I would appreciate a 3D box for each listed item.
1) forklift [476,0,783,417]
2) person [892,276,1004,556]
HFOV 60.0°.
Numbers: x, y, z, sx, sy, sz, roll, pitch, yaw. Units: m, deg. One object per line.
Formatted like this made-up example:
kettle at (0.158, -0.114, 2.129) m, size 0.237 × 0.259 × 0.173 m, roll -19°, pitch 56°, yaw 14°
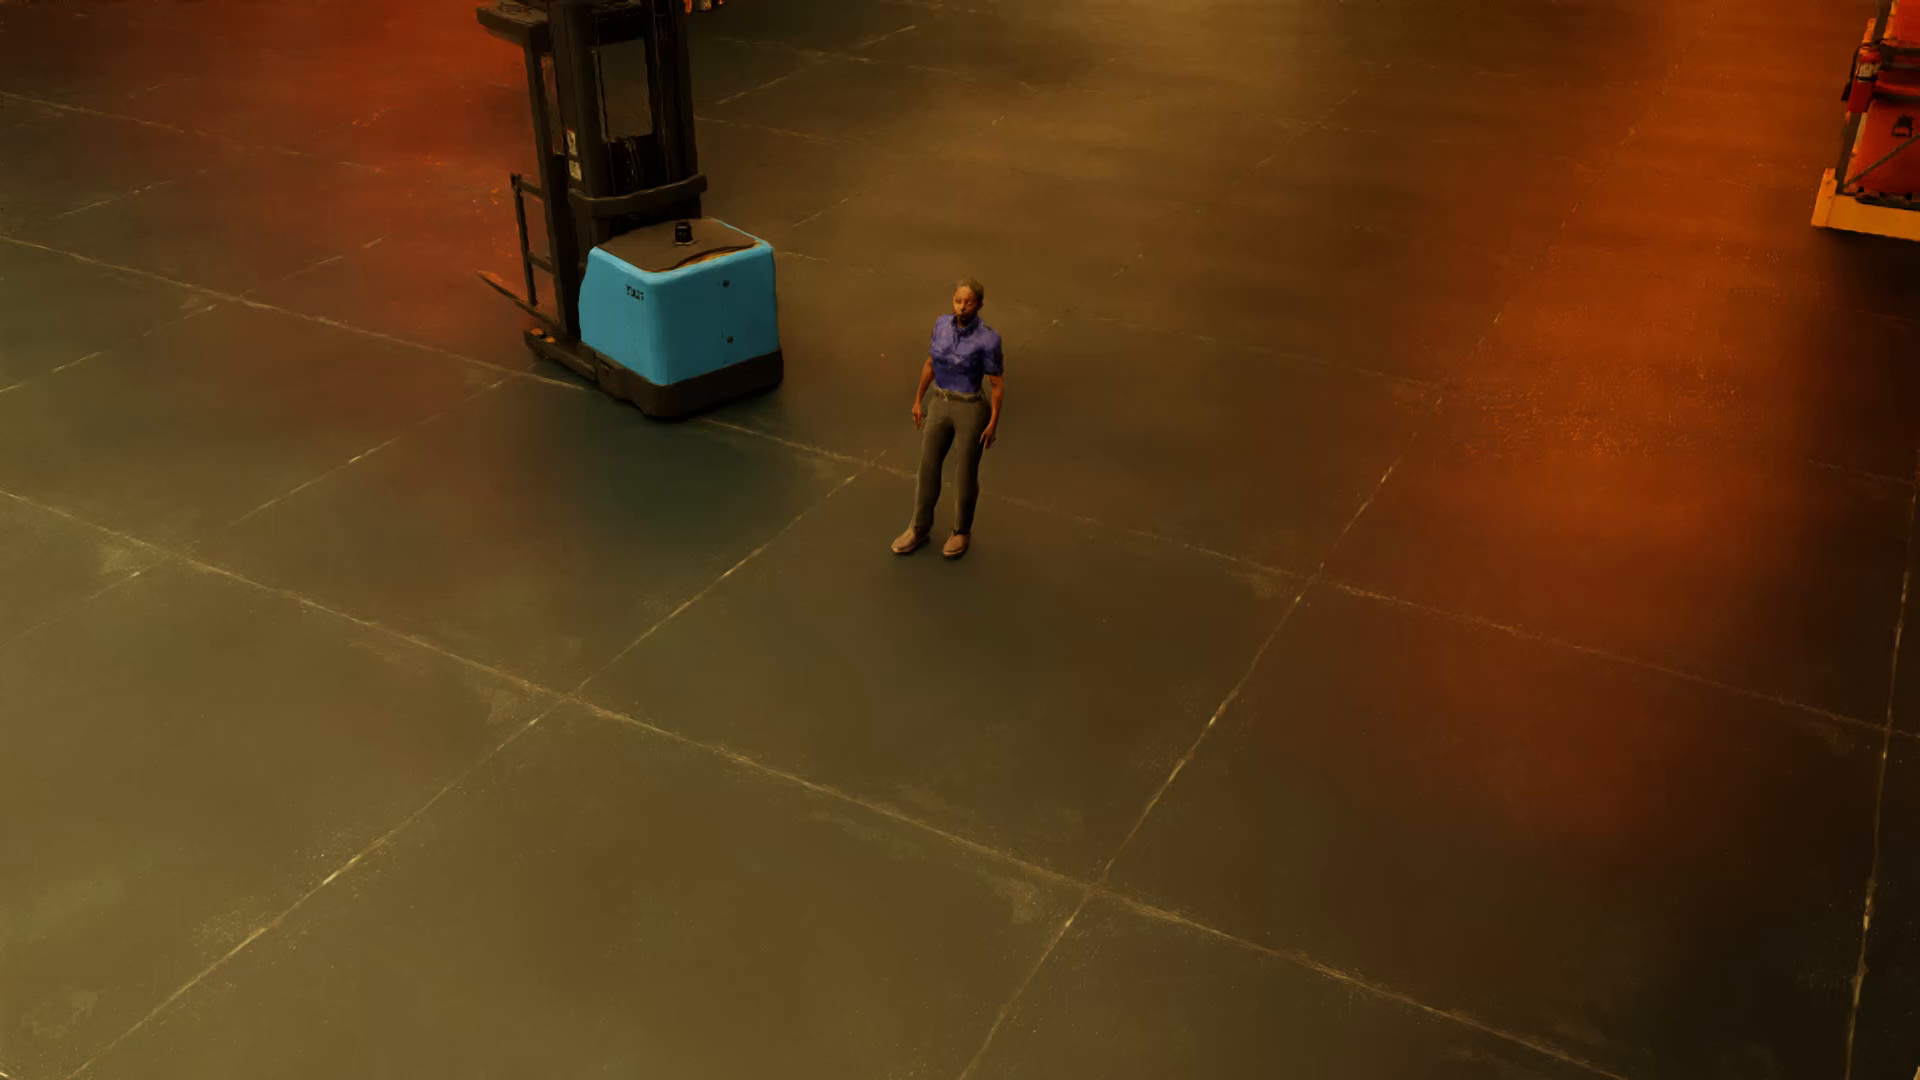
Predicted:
forklift at (-2.609, -2.760, 11.852) m, size 1.130 × 2.935 × 3.031 m, roll -24°, pitch 37°, yaw -35°
person at (-0.059, -0.689, 9.527) m, size 0.570 × 1.654 × 0.503 m, roll 15°, pitch 33°, yaw 25°
